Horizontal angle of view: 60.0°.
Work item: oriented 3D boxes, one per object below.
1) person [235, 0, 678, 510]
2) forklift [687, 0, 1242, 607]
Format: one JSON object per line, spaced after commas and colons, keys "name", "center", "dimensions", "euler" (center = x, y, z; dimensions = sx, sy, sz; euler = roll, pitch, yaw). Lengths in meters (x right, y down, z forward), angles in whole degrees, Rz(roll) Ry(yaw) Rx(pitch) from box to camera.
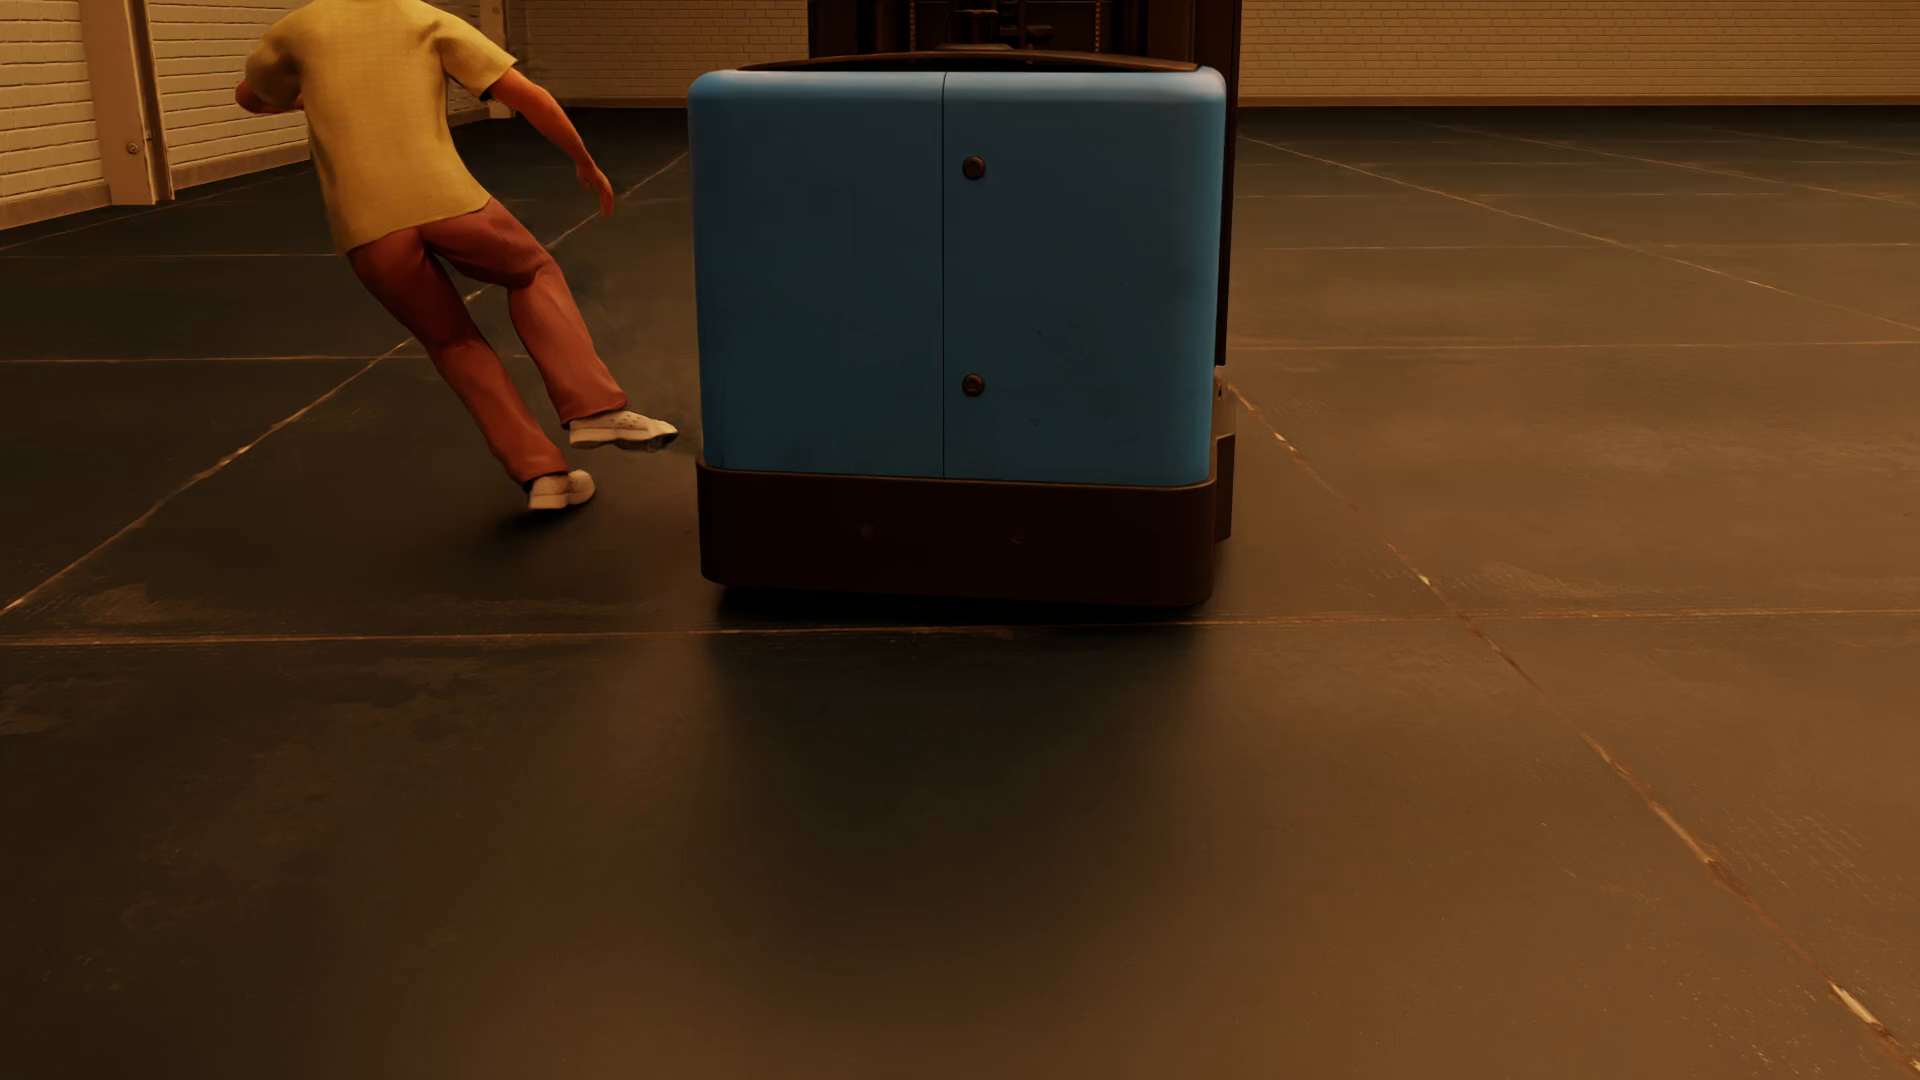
{"name": "person", "center": [-1.231, -0.806, 4.105], "dimensions": [0.990, 1.434, 0.819], "euler": [-5, 18, -16]}
{"name": "forklift", "center": [0.197, -1.657, 4.325], "dimensions": [1.130, 2.935, 3.031], "euler": [3, 17, 8]}
